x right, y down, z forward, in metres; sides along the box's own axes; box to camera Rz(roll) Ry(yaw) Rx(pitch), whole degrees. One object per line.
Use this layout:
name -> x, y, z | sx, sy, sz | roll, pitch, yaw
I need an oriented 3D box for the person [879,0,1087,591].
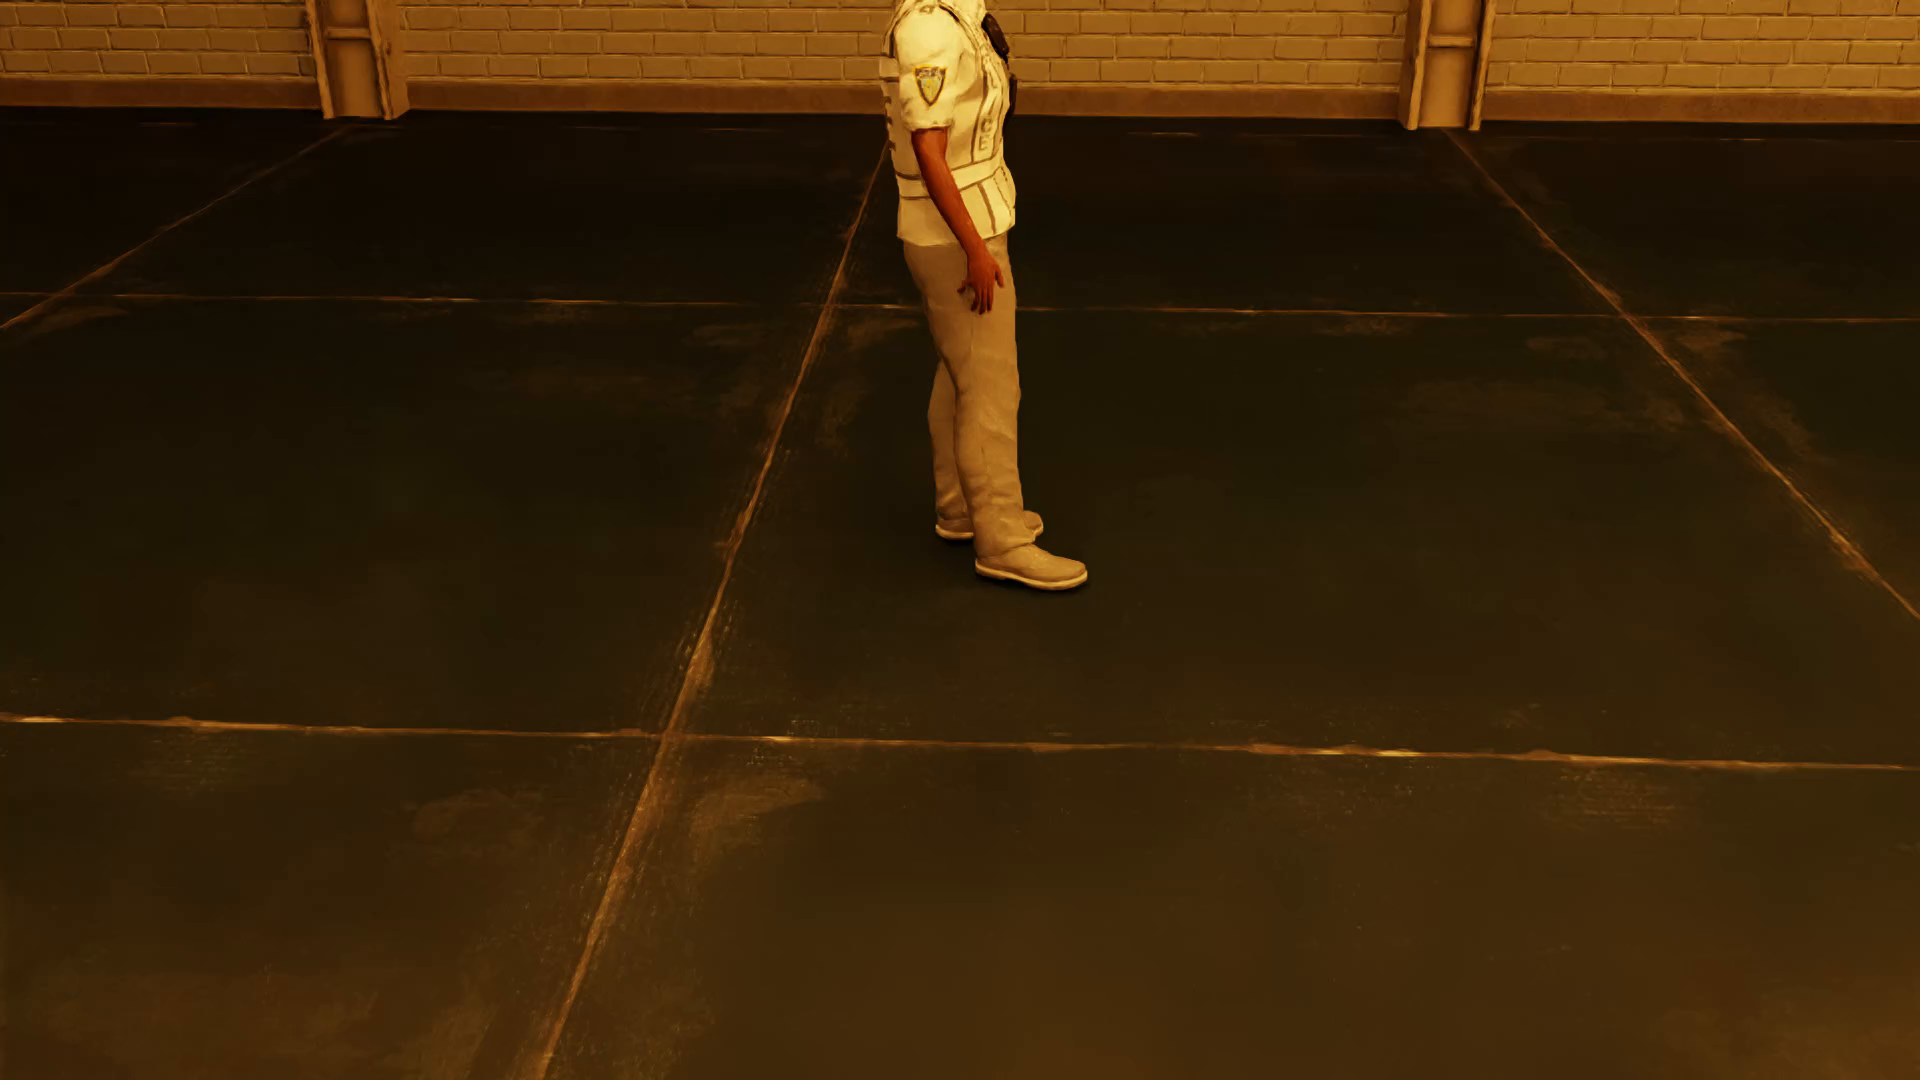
person -> 0.074, -0.757, 4.123 | 0.529, 1.695, 0.570 | 1, 26, 2
